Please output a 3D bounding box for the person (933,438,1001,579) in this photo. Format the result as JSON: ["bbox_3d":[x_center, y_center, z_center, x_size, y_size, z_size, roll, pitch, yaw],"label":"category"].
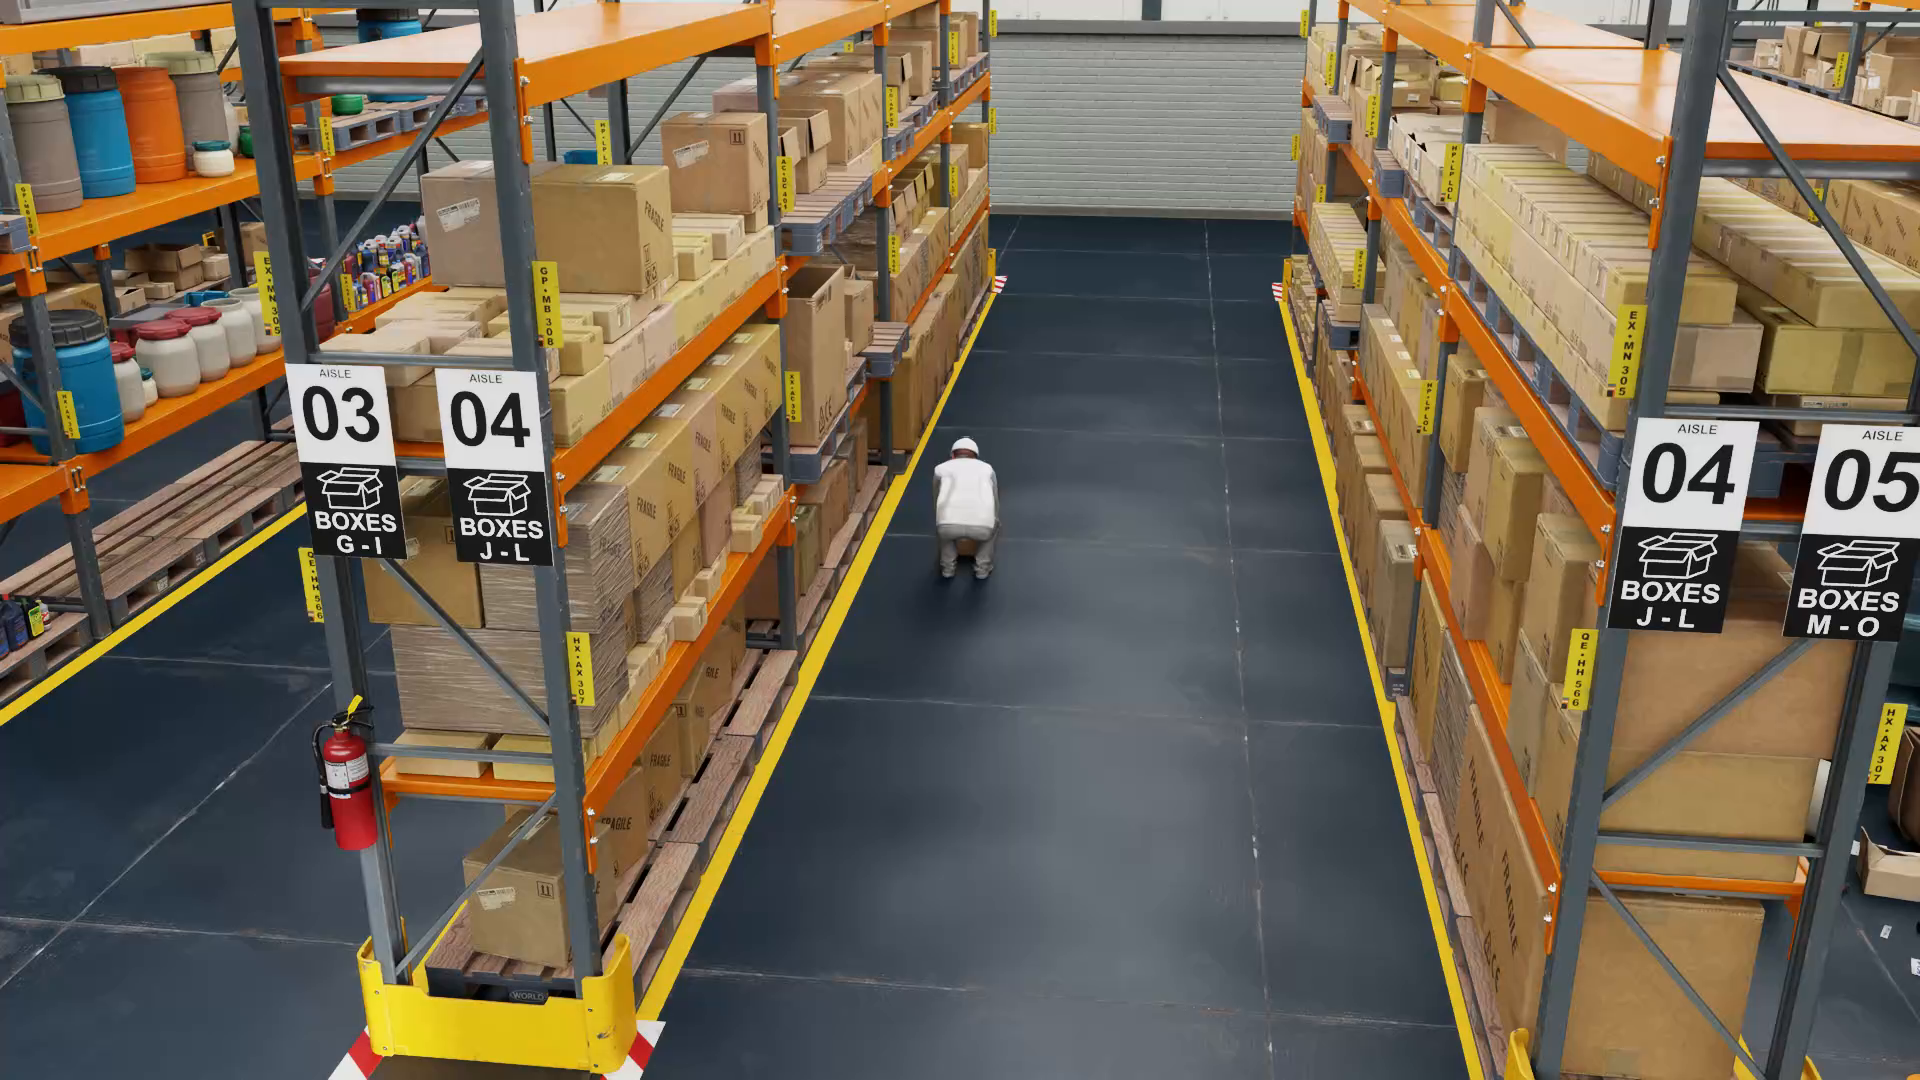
[{"bbox_3d":[0.045,-0.237,12.845,0.537,0.930,0.913,2,21,6],"label":"person"}]
